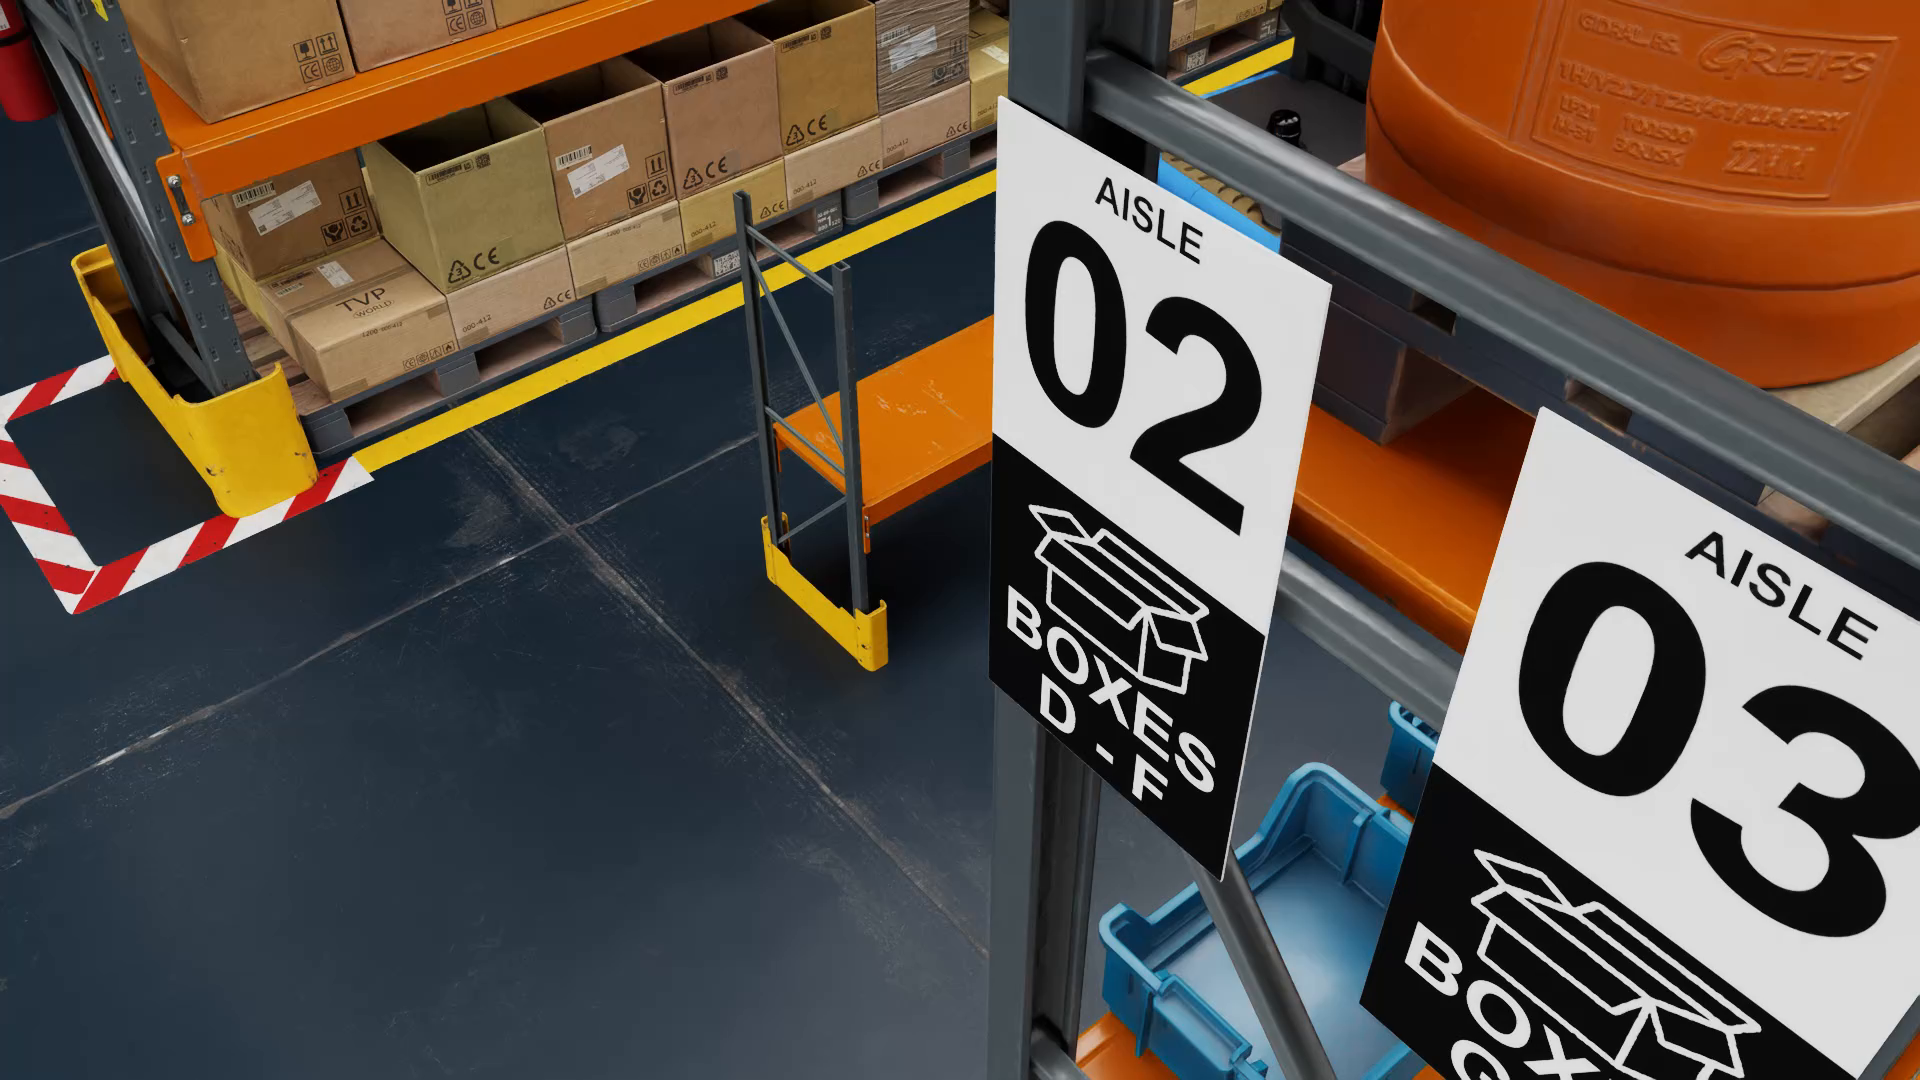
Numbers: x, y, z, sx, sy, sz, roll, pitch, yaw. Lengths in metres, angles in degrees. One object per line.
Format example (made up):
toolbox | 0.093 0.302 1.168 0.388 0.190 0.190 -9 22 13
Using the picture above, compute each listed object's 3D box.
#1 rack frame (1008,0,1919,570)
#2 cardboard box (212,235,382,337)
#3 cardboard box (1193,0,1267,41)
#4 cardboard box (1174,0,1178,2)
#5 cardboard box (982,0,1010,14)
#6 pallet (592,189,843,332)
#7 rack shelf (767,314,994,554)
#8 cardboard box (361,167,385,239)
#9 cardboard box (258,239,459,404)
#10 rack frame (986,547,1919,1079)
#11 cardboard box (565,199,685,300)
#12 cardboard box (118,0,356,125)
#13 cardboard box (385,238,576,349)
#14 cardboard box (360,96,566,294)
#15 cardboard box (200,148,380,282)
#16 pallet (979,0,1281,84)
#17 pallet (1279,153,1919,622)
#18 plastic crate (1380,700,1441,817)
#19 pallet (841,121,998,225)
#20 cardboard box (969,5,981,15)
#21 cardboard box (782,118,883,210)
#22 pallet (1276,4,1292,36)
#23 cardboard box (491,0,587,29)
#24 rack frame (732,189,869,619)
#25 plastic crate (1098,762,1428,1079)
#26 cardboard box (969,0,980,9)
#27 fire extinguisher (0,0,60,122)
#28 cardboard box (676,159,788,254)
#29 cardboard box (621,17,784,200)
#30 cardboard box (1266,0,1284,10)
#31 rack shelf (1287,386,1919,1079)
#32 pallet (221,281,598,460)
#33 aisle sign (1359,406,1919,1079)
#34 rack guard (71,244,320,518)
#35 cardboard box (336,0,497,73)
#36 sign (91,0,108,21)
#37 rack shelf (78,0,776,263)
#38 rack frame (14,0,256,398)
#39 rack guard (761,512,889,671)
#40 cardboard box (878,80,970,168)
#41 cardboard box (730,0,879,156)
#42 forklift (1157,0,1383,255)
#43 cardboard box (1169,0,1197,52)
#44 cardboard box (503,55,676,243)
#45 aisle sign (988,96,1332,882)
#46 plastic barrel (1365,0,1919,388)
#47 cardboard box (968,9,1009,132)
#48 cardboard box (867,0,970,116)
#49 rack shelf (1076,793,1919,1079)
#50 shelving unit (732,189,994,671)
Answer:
rack frame | 0.408 -1.129 0.379 0.127 3.000 1.000 -30 51 -28
cardboard box | -2.545 -1.086 6.417 0.500 0.250 0.500 -30 51 -28
cardboard box | 1.163 -2.723 8.160 0.500 0.250 0.500 -29 50 -27
cardboard box | 0.778 -2.708 7.734 0.500 0.311 0.500 -30 51 -28
cardboard box | 0.433 -2.787 8.228 0.500 0.250 0.500 -30 51 -28
pallet | -1.272 -1.419 7.107 1.213 0.211 1.003 -30 51 -28
rack shelf | -0.065 -0.378 5.320 1.000 0.185 0.538 -30 51 -28
cardboard box | -2.169 -1.312 6.658 0.500 0.250 0.500 -30 51 -28
cardboard box | -2.213 -0.814 6.128 0.500 0.250 0.500 -30 51 -28
rack frame | 0.408 1.058 2.432 0.127 3.000 1.000 -30 51 -28
cardboard box | -1.448 -1.255 6.597 0.500 0.250 0.500 -30 51 -28
cardboard box | -2.401 -1.780 5.381 0.500 0.500 0.700 -30 51 -28
cardboard box | -1.832 -1.036 6.364 0.500 0.250 0.500 -30 51 -28
cardboard box | -1.831 -1.308 6.106 0.500 0.500 0.500 -30 51 -28
cardboard box | -2.547 -1.361 6.162 0.500 0.500 0.500 -30 51 -28
pallet | 0.841 -2.629 8.395 1.213 0.211 1.003 -30 51 -28
pallet | 1.106 -0.279 1.802 1.213 0.211 1.003 -30 51 -28
plastic crate | 1.102 0.453 3.185 0.408 0.251 0.499 -30 51 -28
pallet | -0.336 -1.958 7.680 1.213 0.211 1.003 -30 51 -28
cardboard box | -0.249 -2.408 7.825 0.500 0.250 0.500 -30 51 -28
cardboard box | -0.678 -1.692 7.062 0.500 0.250 0.500 -30 51 -28
pallet | 1.778 -3.168 8.969 1.213 0.211 1.003 -30 51 -28
cardboard box | -1.616 -2.228 5.858 0.500 0.500 0.700 -29 51 -28
rack frame | -0.455 -0.286 4.959 0.032 1.500 0.500 -30 51 -28
plastic crate | 0.600 0.735 2.885 0.616 0.251 0.499 -30 51 -28
cardboard box | -0.255 -2.687 7.573 0.500 0.500 0.500 -30 51 -28
fire extinguisher | -3.156 -1.709 5.435 0.183 0.674 0.296 -30 51 -28
cardboard box | -1.061 -1.472 6.828 0.500 0.250 0.500 -30 51 -28
cardboard box | -1.061 -1.745 6.571 0.500 0.500 0.500 -30 51 -28
cardboard box | 1.558 -2.952 8.404 0.500 0.250 0.500 -31 52 -29
rack shelf | 1.942 -0.652 2.587 4.000 0.370 1.077 -30 51 -28
pallet | -2.207 -0.886 6.539 1.213 0.211 1.003 -30 51 -28
aisle sign | 0.541 0.296 1.345 0.004 0.787 0.394 -30 51 -28
rack guard | -2.785 -0.623 6.048 0.348 0.500 1.175 -30 51 -28
cardboard box | -2.001 -2.013 5.629 0.500 0.500 0.700 -28 50 -27
sign | -2.415 -1.595 4.567 0.005 0.325 0.100 -30 51 -28
rack shelf | -1.233 -2.161 6.385 4.000 0.370 1.077 -30 51 -28
rack frame | -2.767 -1.545 5.204 0.127 3.000 1.000 -30 51 -28
rack guard | -0.440 0.161 5.396 0.087 0.250 0.587 -30 51 -28
cardboard box | -0.304 -1.920 7.305 0.500 0.250 0.500 -30 51 -28
cardboard box | -0.686 -1.972 6.813 0.500 0.500 0.500 -30 51 -28
forklift | 1.991 -1.983 5.720 3.031 2.935 1.130 -25 49 -24
cardboard box | 0.770 -2.499 7.922 0.500 0.250 0.500 -31 51 -29
cardboard box | -1.455 -1.535 6.347 0.500 0.500 0.500 -30 51 -28
aisle sign | 0.162 -0.014 1.675 0.004 0.787 0.394 -30 51 -28
plastic barrel | 0.699 -0.625 1.413 0.708 0.830 0.600 -30 51 -28
cardboard box | 0.086 -2.134 7.533 0.500 0.250 0.500 -30 51 -28
cardboard box | -0.305 -2.194 7.049 0.500 0.500 0.500 -30 51 -28
rack shelf | 1.942 0.442 3.614 4.000 0.370 1.077 -30 51 -28
shelving unit | -0.058 -0.513 5.201 1.083 1.500 0.587 -30 51 -28
